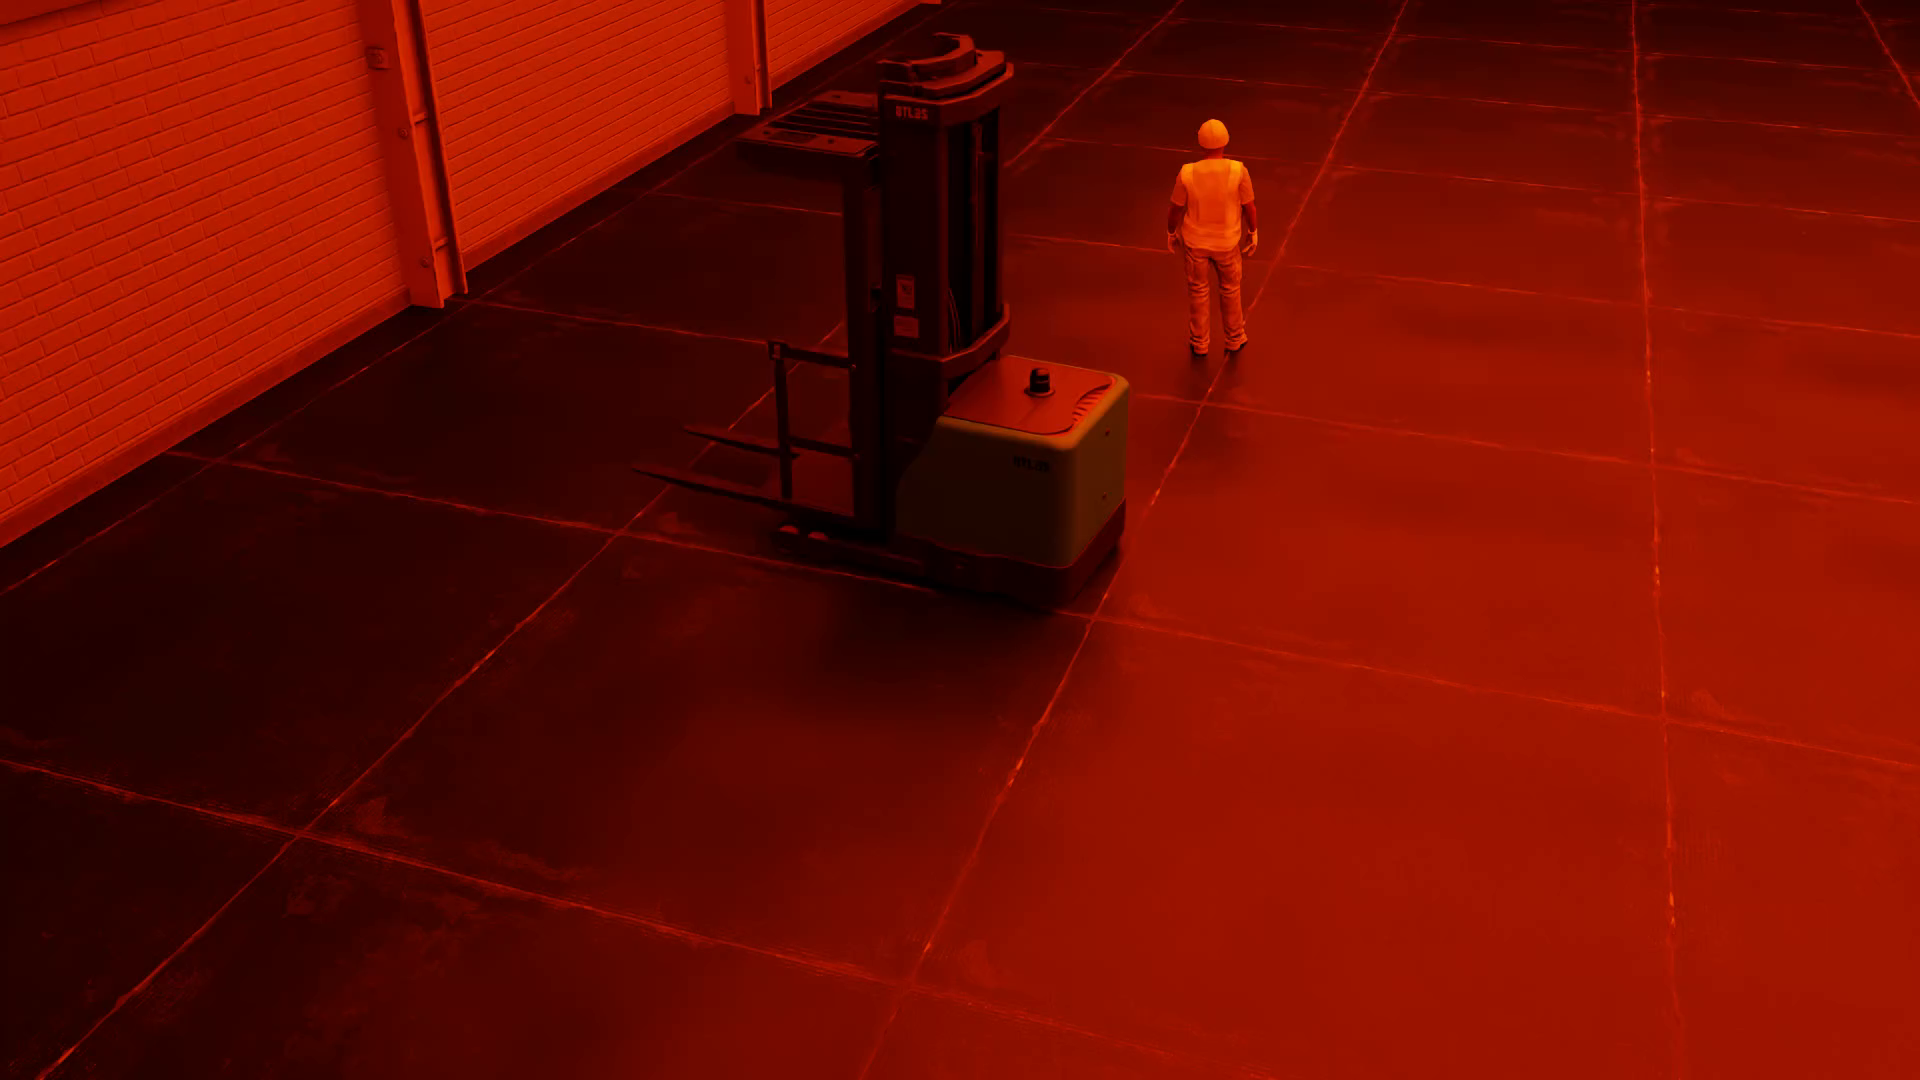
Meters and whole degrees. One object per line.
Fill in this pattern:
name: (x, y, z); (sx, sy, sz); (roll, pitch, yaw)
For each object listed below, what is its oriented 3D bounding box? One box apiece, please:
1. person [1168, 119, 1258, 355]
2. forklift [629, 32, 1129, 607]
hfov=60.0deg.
person: (1.851, -2.228, 12.188); (0.656, 1.782, 0.577); (5, 30, 9)
forklift: (-0.570, -1.377, 9.552); (3.031, 2.935, 1.130); (13, 32, 21)
